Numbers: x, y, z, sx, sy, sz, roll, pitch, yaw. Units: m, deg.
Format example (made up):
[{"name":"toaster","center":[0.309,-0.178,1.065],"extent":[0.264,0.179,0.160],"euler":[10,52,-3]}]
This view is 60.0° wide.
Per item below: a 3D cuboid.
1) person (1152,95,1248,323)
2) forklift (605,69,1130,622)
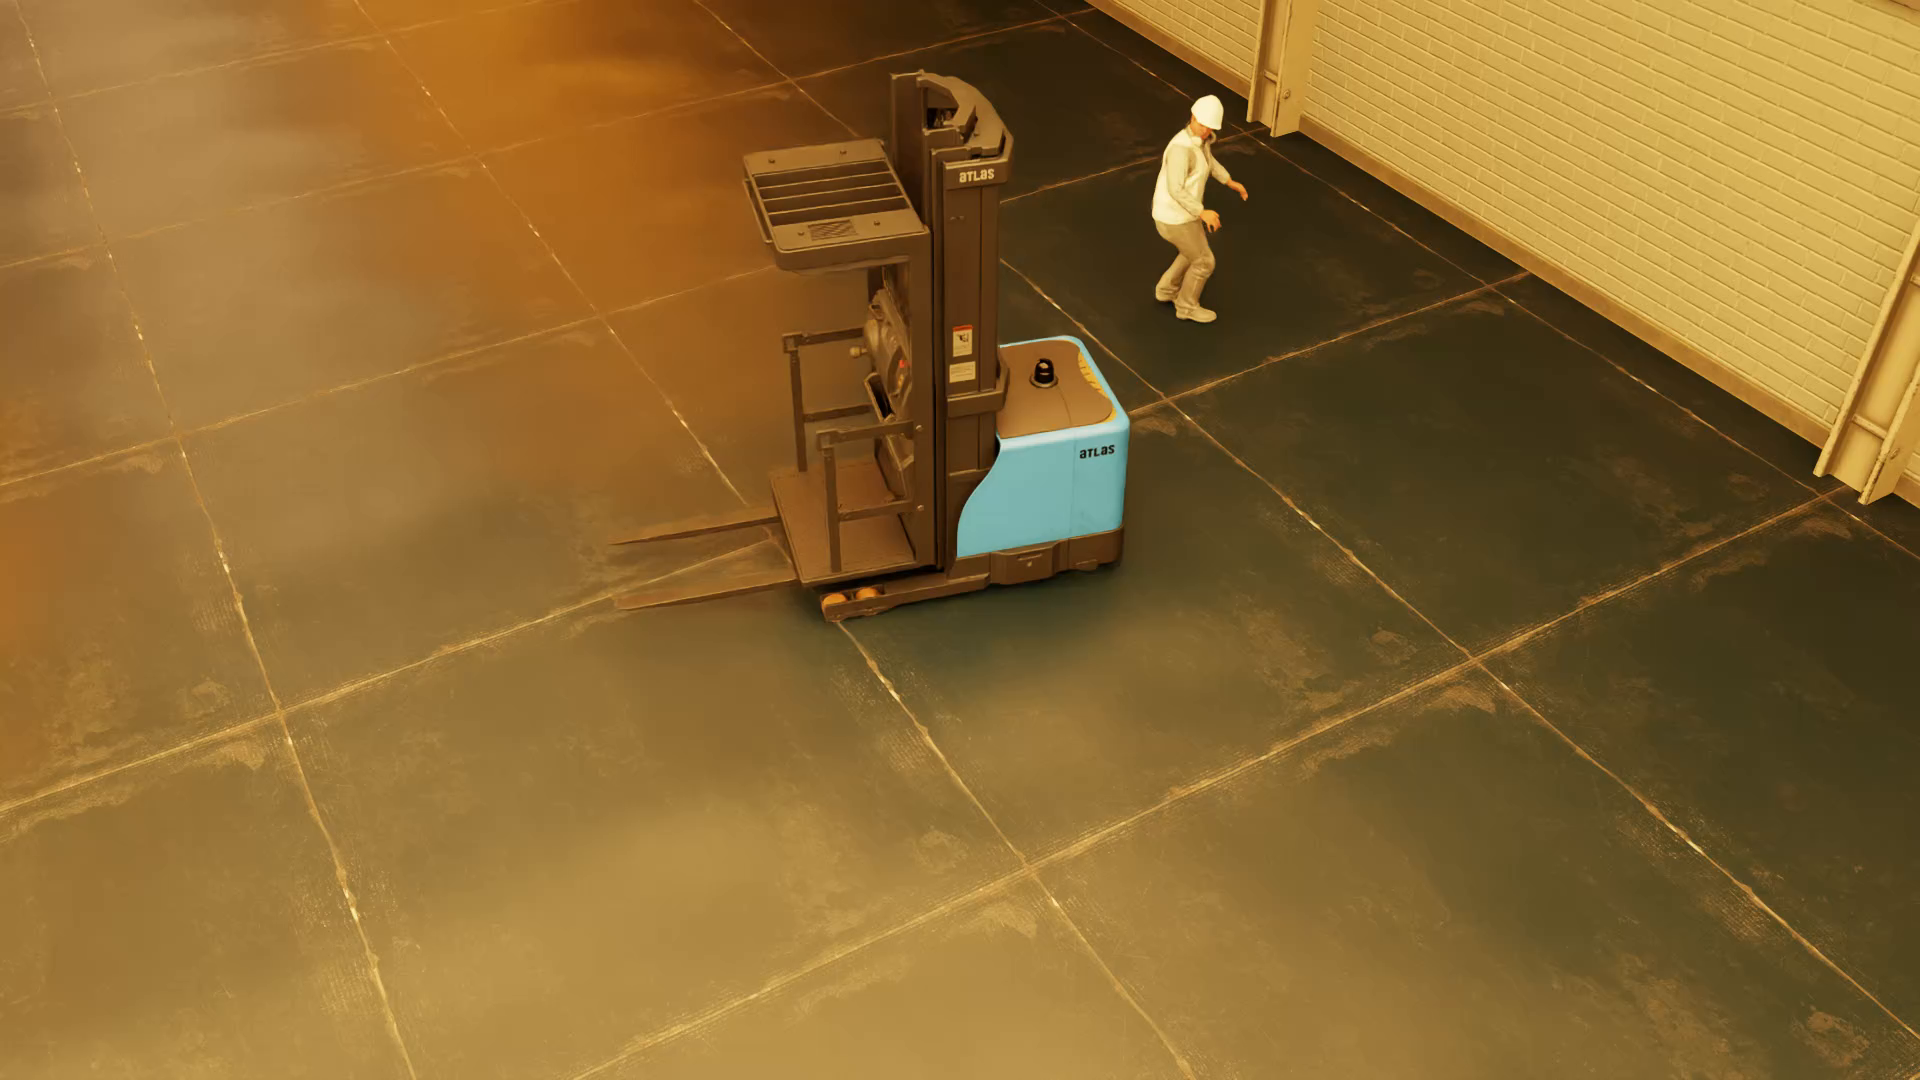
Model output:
[{"name":"person","center":[1.707,-2.342,11.855],"extent":[0.666,1.721,0.765],"euler":[6,40,7]},{"name":"forklift","center":[-0.588,-1.023,9.270],"extent":[3.031,2.935,1.130],"euler":[-10,41,-12]}]
